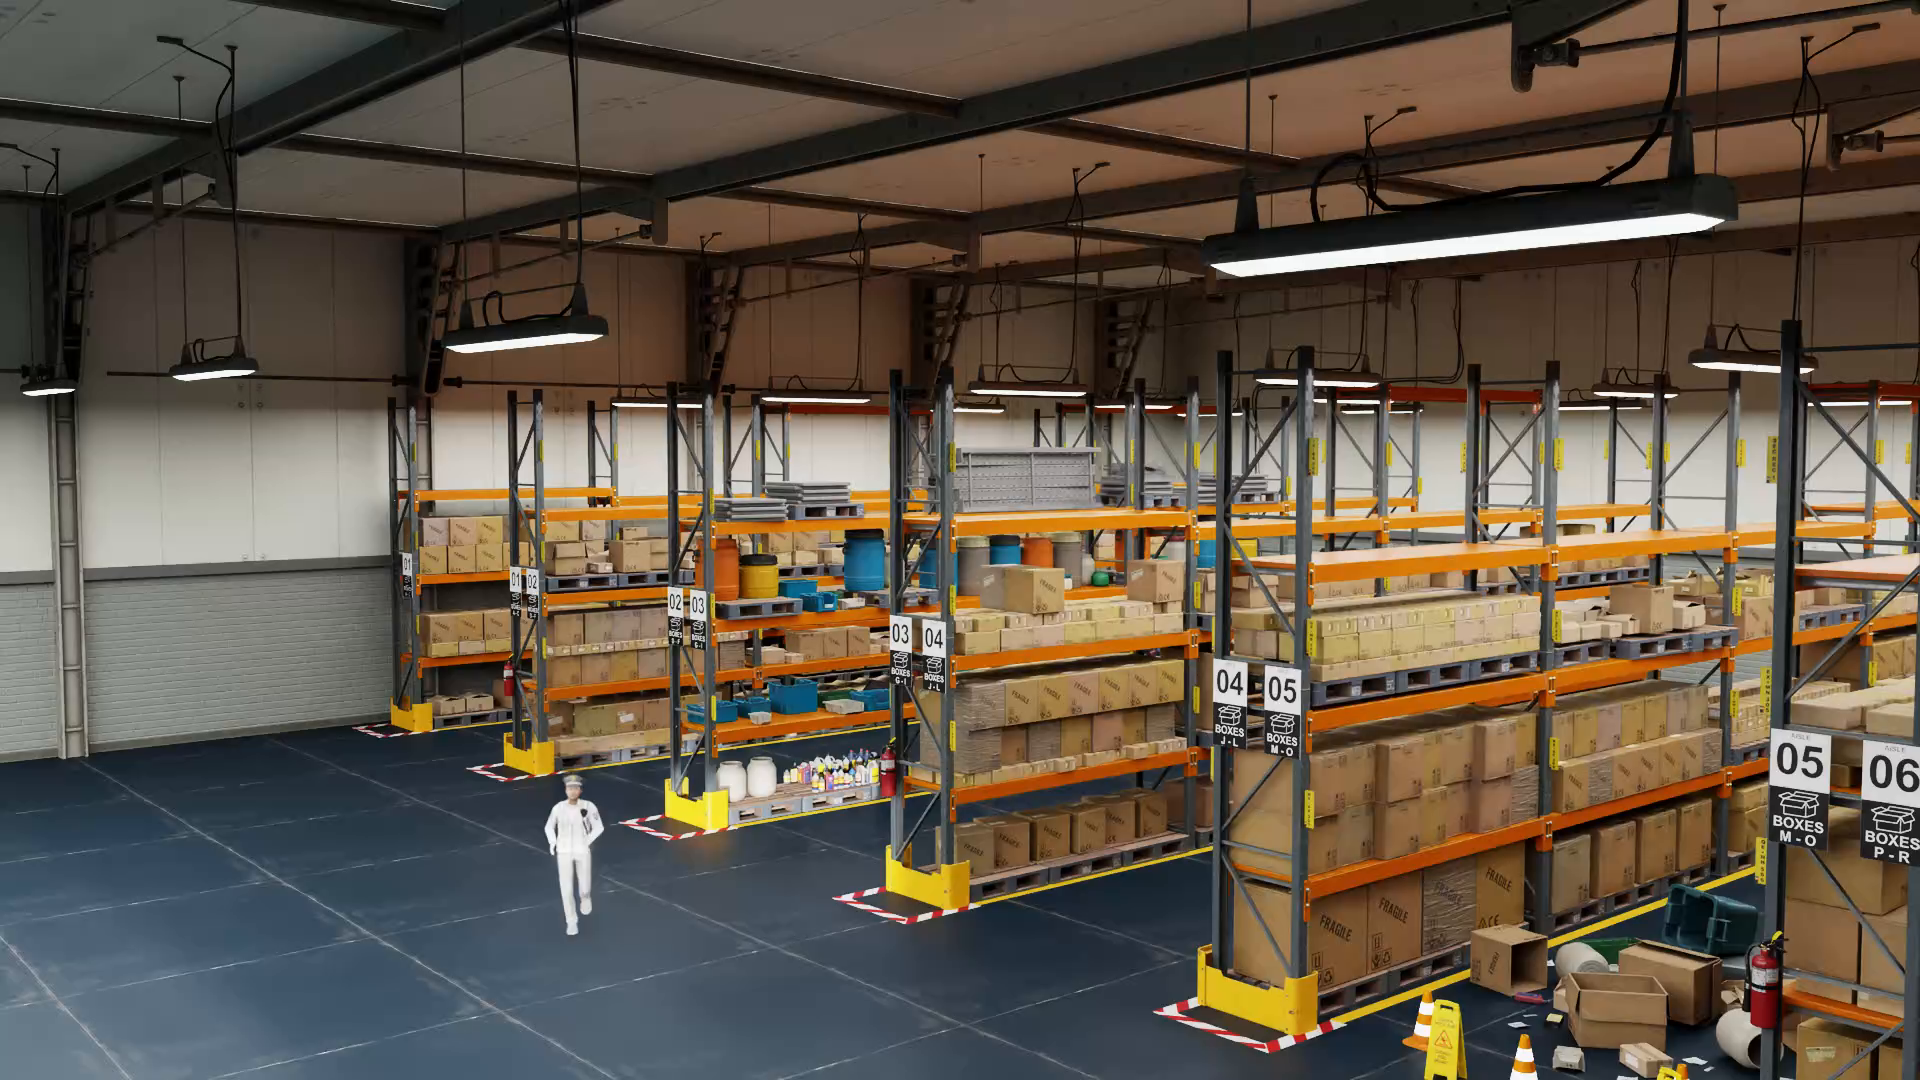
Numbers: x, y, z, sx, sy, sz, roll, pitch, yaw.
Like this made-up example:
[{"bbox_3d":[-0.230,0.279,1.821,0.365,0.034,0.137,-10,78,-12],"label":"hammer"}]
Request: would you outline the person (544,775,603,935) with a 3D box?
[{"bbox_3d":[-4.102,3.304,17.657,0.619,1.651,0.646,0,3,-8],"label":"person"}]
